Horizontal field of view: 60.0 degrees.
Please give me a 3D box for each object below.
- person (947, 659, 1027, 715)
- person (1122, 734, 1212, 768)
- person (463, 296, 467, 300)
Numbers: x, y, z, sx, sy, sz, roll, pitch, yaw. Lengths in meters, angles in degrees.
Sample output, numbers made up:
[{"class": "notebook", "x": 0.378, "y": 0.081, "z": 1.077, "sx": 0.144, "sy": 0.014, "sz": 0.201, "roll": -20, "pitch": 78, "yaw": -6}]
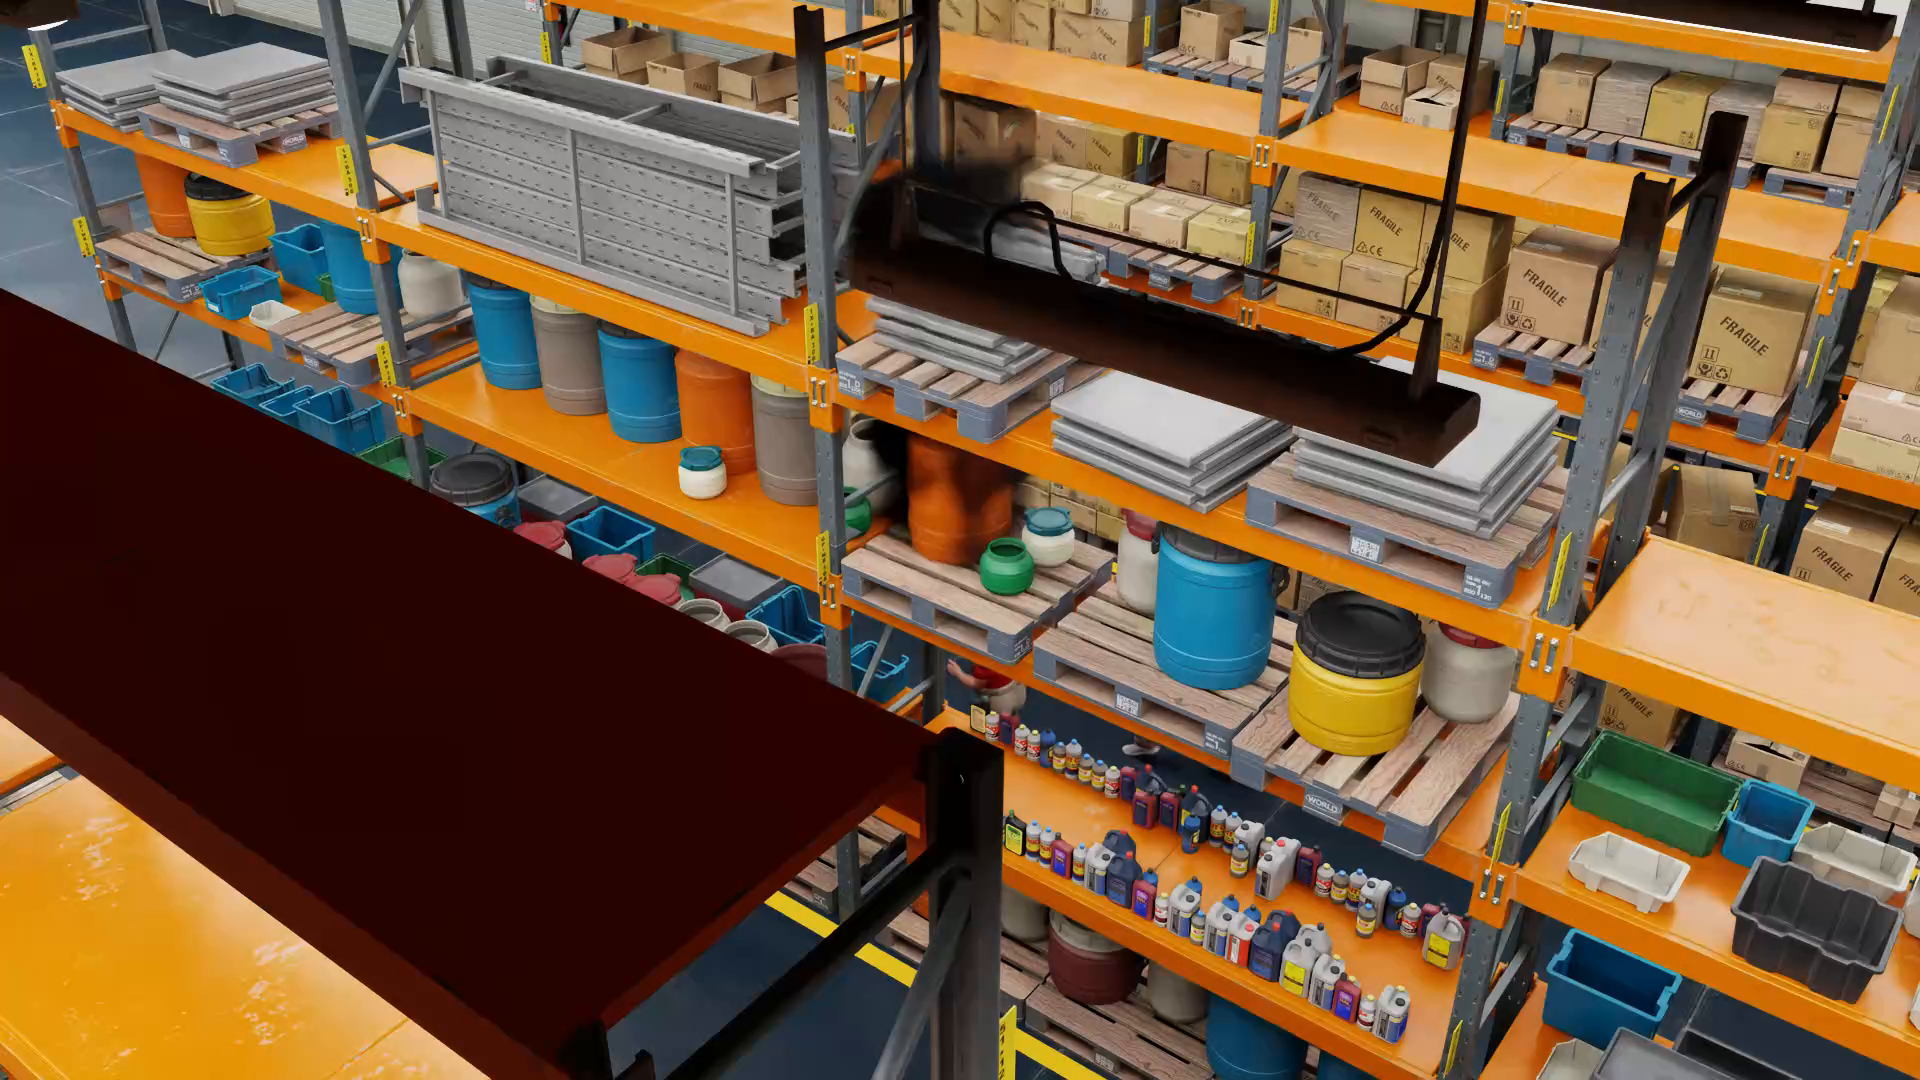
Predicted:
[{"class": "person", "x": 0.209, "y": 1.092, "z": 11.864, "sx": 0.590, "sy": 1.694, "sz": 0.643, "roll": 19, "pitch": 36, "yaw": 28}, {"class": "person", "x": 1.663, "y": 0.959, "z": 12.093, "sx": 0.887, "sy": 1.696, "sz": 0.529, "roll": 20, "pitch": 37, "yaw": 29}, {"class": "person", "x": -5.922, "y": -3.095, "z": 18.600, "sx": 0.947, "sy": 1.778, "sz": 0.691, "roll": -15, "pitch": 35, "yaw": -24}]
